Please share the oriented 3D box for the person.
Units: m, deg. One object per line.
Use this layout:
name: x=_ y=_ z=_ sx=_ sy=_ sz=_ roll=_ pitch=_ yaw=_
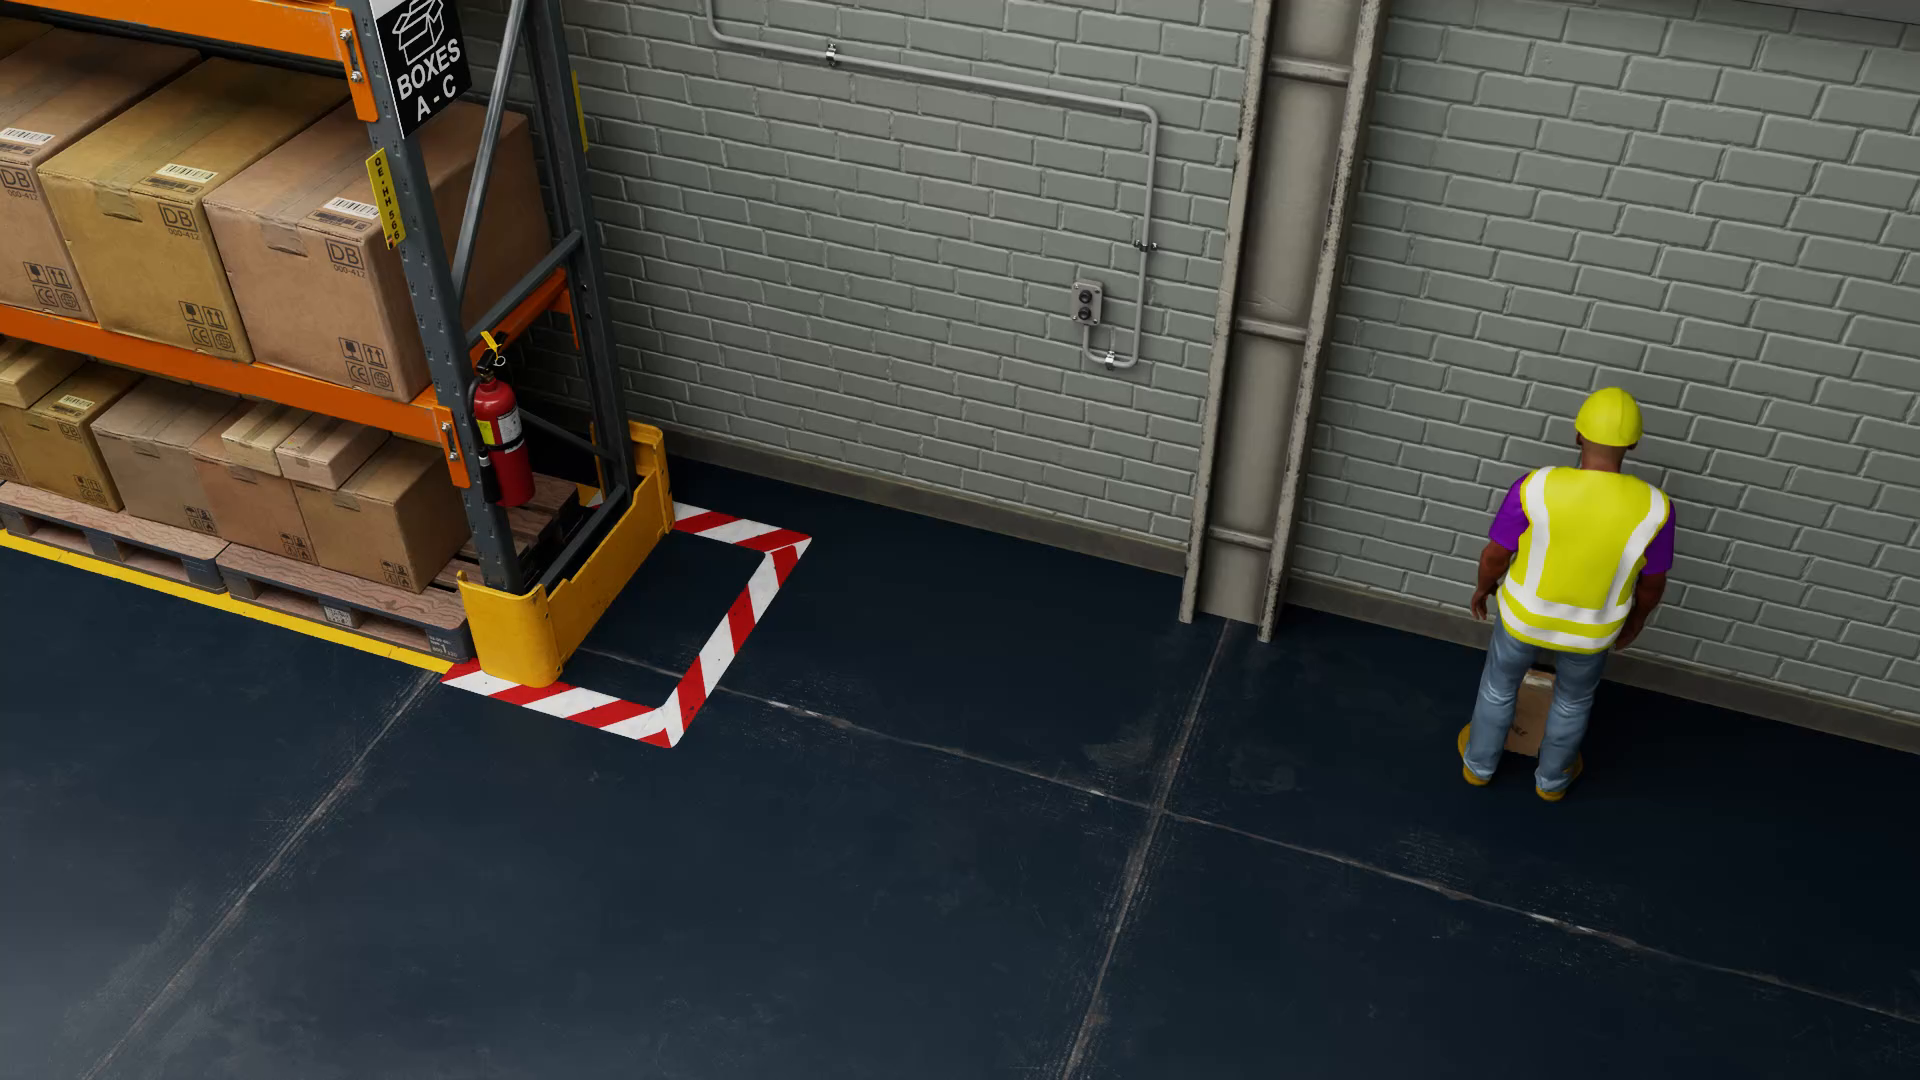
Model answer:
person: x=2.118 y=0.233 z=5.879 sx=0.609 sy=1.761 sz=0.452 roll=12 pitch=43 yaw=14
